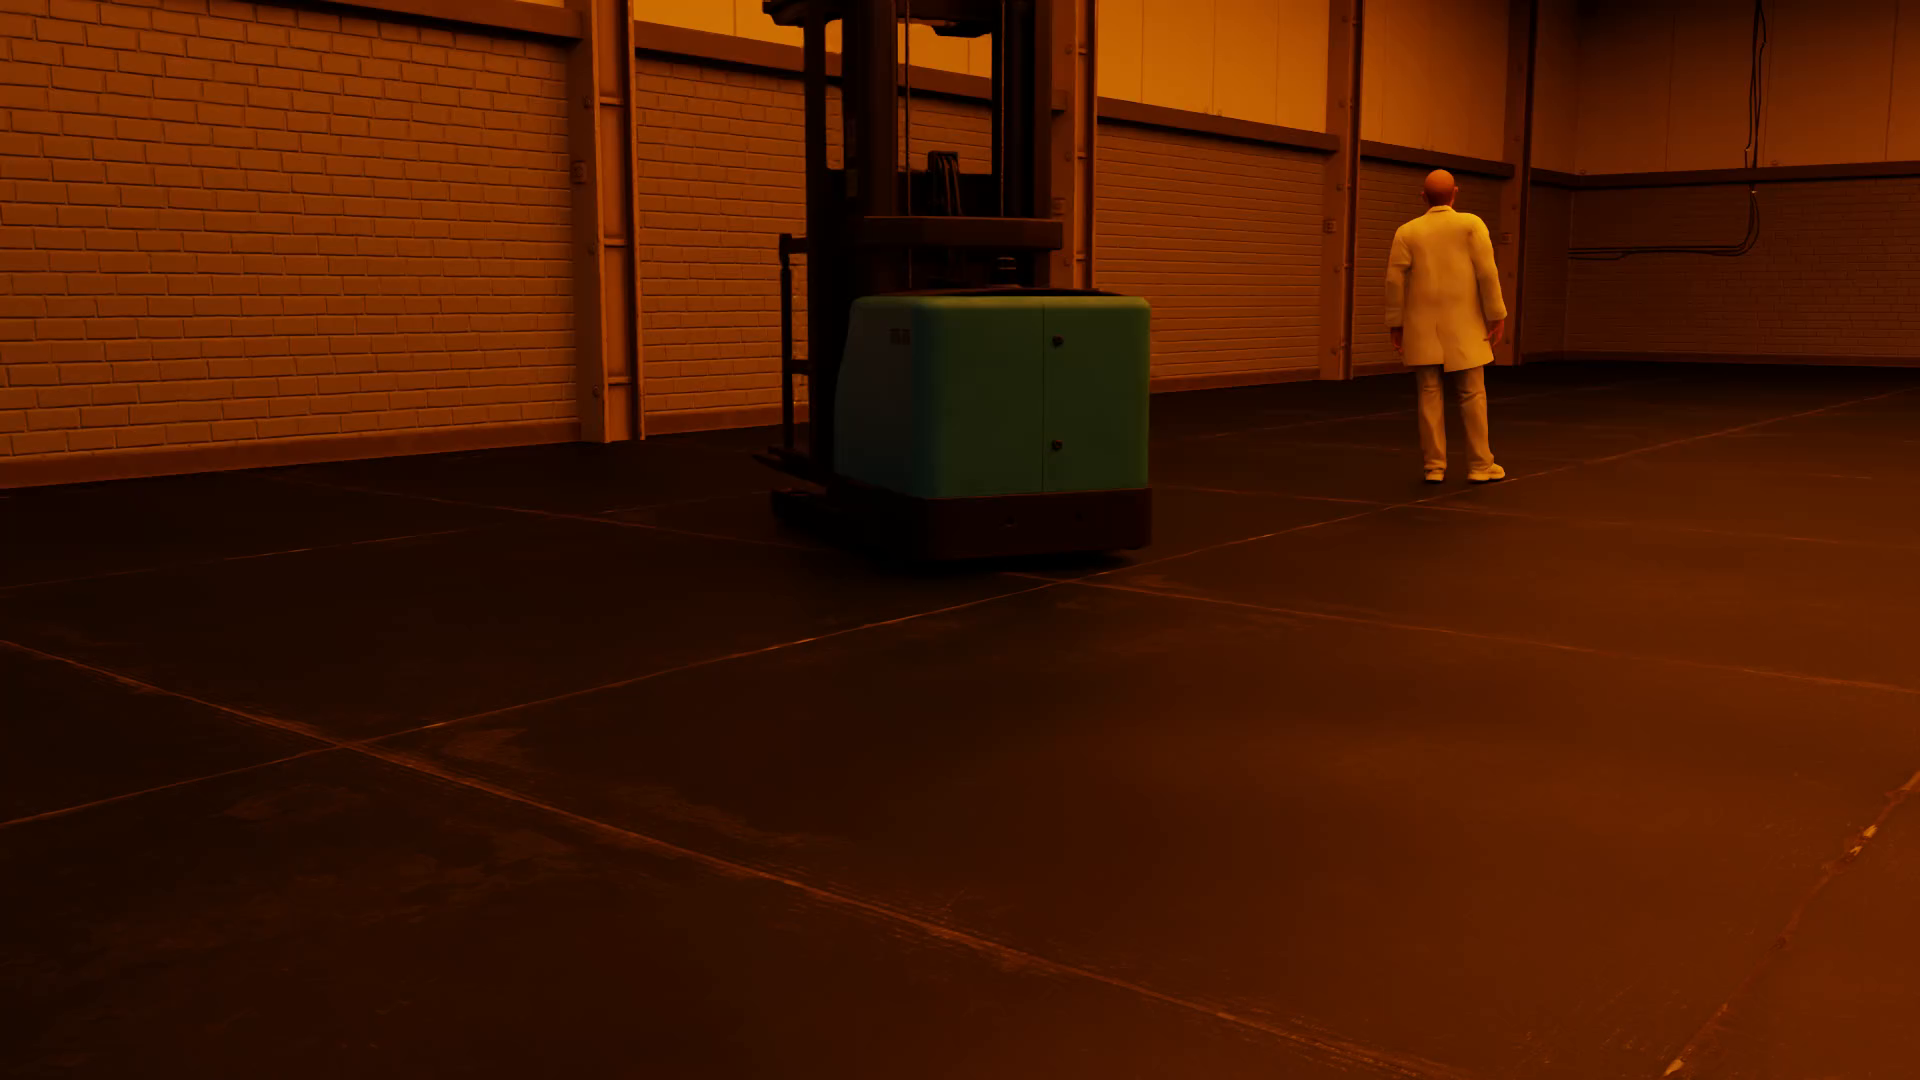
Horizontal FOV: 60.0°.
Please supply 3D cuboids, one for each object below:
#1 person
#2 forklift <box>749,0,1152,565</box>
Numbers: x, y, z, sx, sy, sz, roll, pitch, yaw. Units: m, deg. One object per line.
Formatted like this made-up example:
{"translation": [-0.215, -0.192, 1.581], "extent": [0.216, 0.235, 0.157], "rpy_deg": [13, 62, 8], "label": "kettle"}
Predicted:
{"translation": [2.829, -1.235, 9.657], "extent": [0.694, 1.775, 0.581], "rpy_deg": [5, 9, 28], "label": "person"}
{"translation": [-0.260, -1.527, 7.717], "extent": [1.130, 2.935, 3.031], "rpy_deg": [-3, 9, -23], "label": "forklift"}
